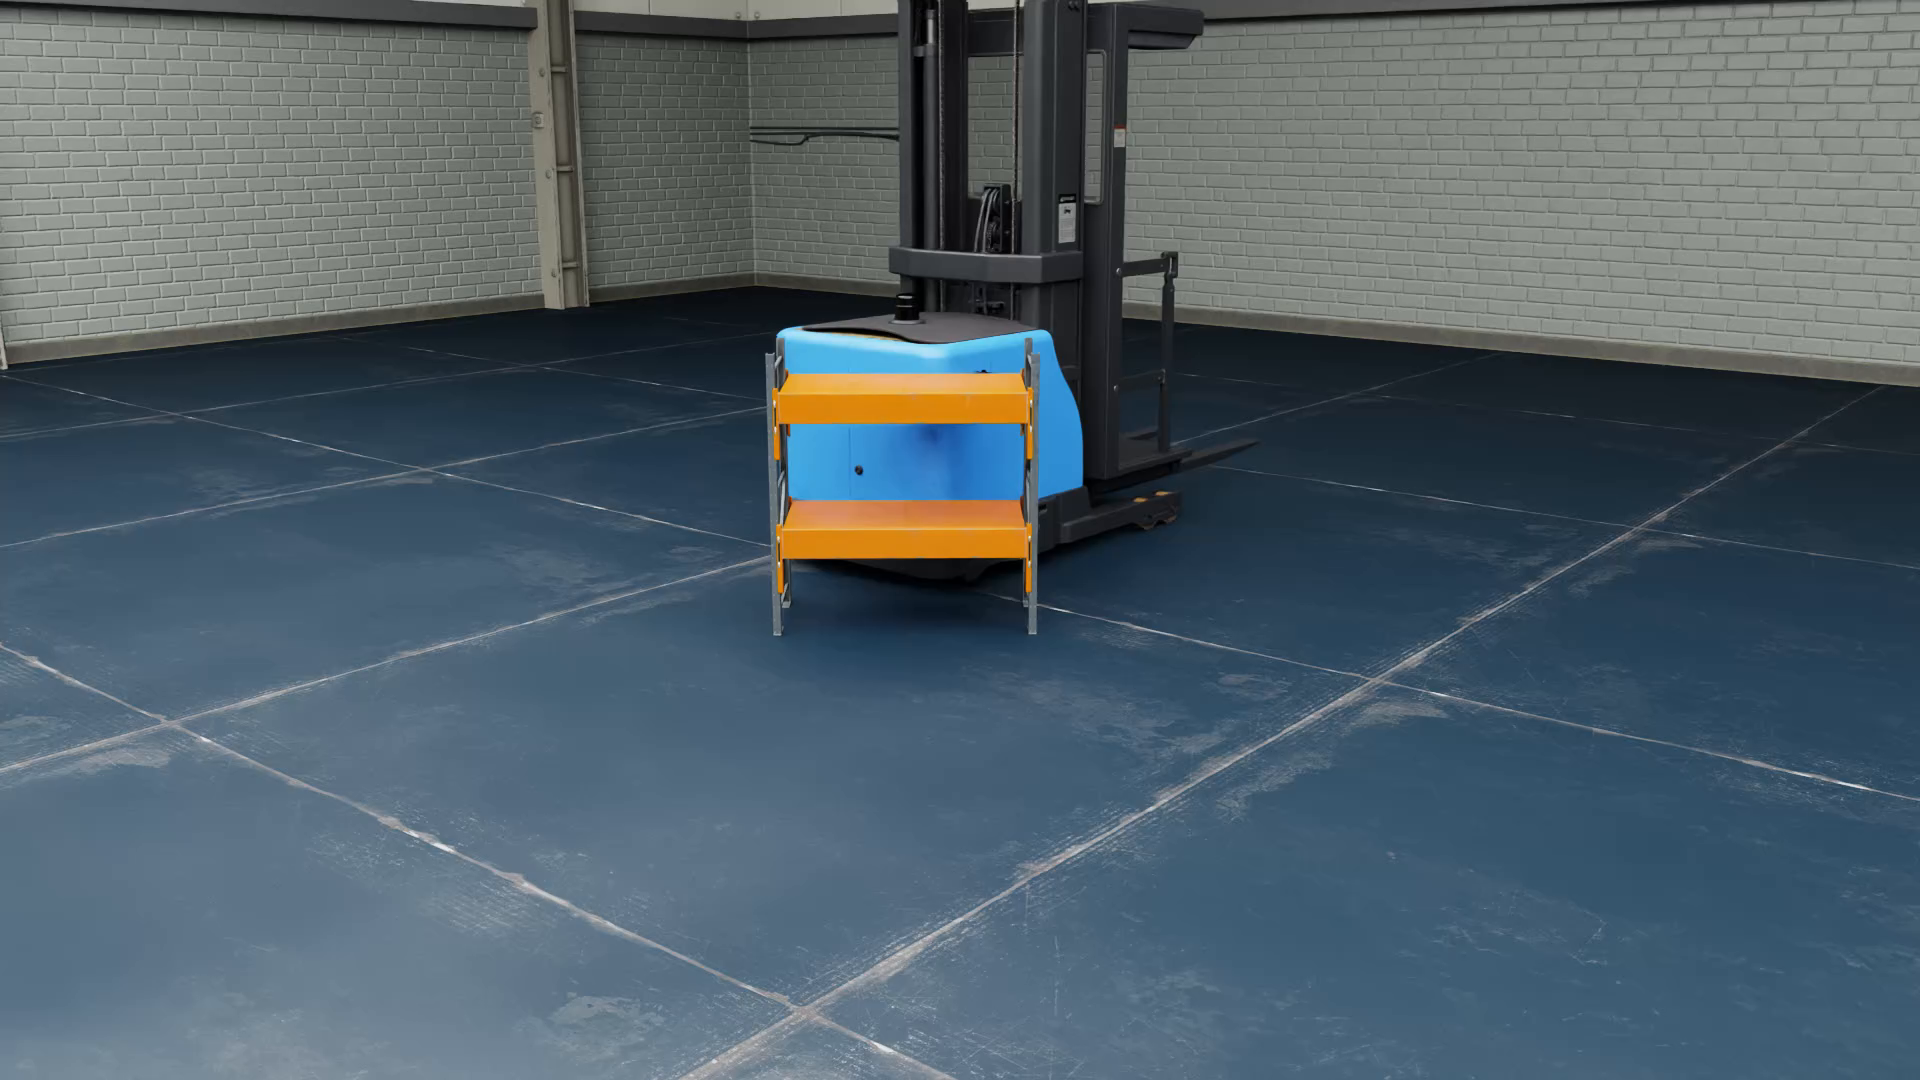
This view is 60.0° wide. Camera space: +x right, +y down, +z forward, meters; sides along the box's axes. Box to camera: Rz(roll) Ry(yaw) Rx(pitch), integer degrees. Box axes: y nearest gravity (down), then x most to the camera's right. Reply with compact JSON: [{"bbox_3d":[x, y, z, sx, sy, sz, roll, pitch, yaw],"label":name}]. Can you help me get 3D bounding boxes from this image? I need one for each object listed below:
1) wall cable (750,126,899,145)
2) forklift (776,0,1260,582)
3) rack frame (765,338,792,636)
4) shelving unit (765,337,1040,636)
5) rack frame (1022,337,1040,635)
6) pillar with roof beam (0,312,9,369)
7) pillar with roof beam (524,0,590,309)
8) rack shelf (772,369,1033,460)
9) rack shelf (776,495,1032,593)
[{"bbox_3d":[-1.408,-5.758,18.818,3.097,2.526,0.112,11,18,38],"label":"wall cable"},{"bbox_3d":[0.479,-1.538,8.225,1.130,2.935,3.031,12,18,38],"label":"forklift"},{"bbox_3d":[-0.731,-0.224,6.720,0.032,1.125,0.500,0,14,-1],"label":"rack frame"},{"bbox_3d":[-0.222,-0.226,6.727,1.048,1.125,0.538,0,14,-1],"label":"shelving unit"},{"bbox_3d":[0.286,-0.228,6.735,0.032,1.125,0.500,0,14,-1],"label":"rack frame"},{"bbox_3d":[-4.711,-5.088,9.874,9.100,9.000,0.400,11,18,38],"label":"pillar with roof beam"},{"bbox_3d":[-0.940,-6.237,14.398,9.100,9.000,0.400,11,18,38],"label":"pillar with roof beam"},{"bbox_3d":[-0.222,-0.510,6.655,1.000,0.278,0.538,0,14,-1],"label":"rack shelf"},{"bbox_3d":[-0.222,0.011,6.788,1.000,0.278,0.538,0,14,-1],"label":"rack shelf"}]
